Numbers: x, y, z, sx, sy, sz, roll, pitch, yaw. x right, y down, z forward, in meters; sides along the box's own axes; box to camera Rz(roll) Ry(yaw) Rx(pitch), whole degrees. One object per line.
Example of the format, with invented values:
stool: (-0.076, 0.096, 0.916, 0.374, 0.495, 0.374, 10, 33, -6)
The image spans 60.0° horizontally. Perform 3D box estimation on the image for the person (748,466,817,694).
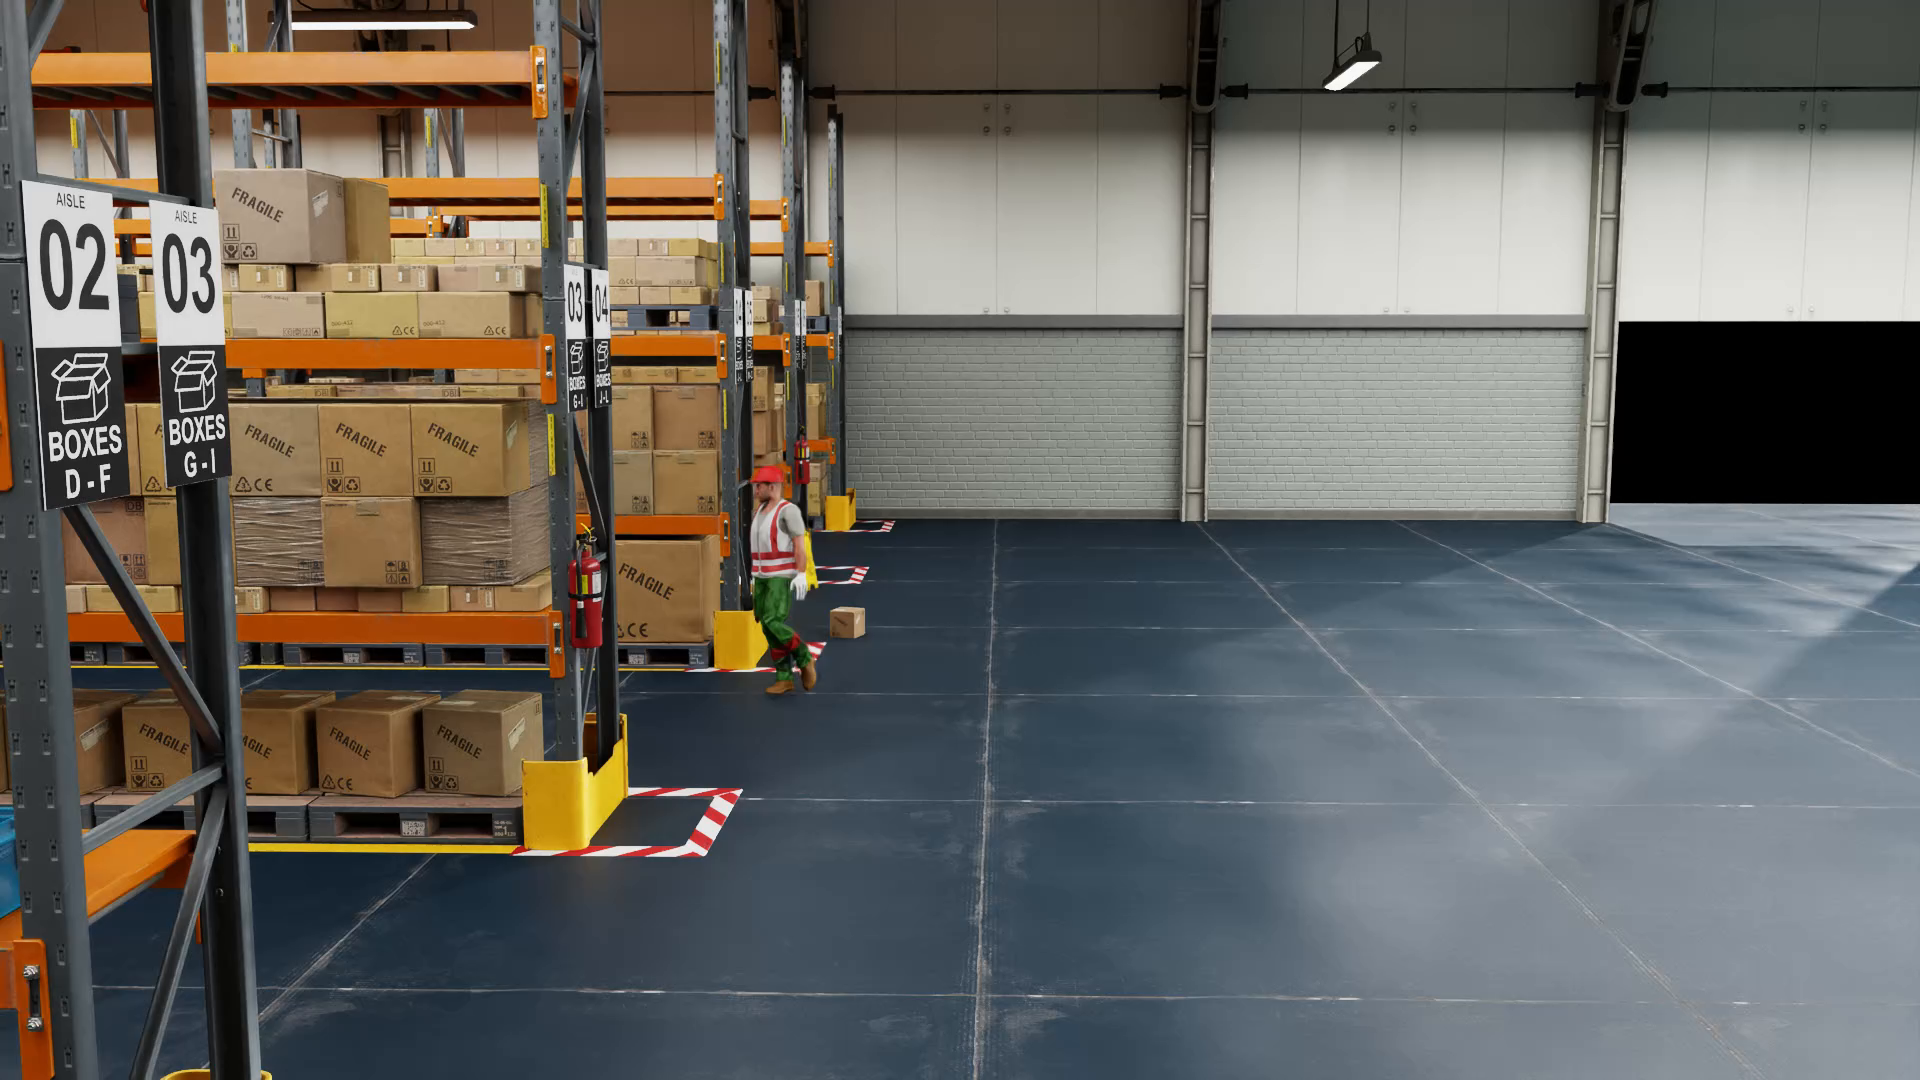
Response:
person: (-1.443, 0.309, 13.020, 0.633, 1.767, 0.482, 7, 10, 42)
